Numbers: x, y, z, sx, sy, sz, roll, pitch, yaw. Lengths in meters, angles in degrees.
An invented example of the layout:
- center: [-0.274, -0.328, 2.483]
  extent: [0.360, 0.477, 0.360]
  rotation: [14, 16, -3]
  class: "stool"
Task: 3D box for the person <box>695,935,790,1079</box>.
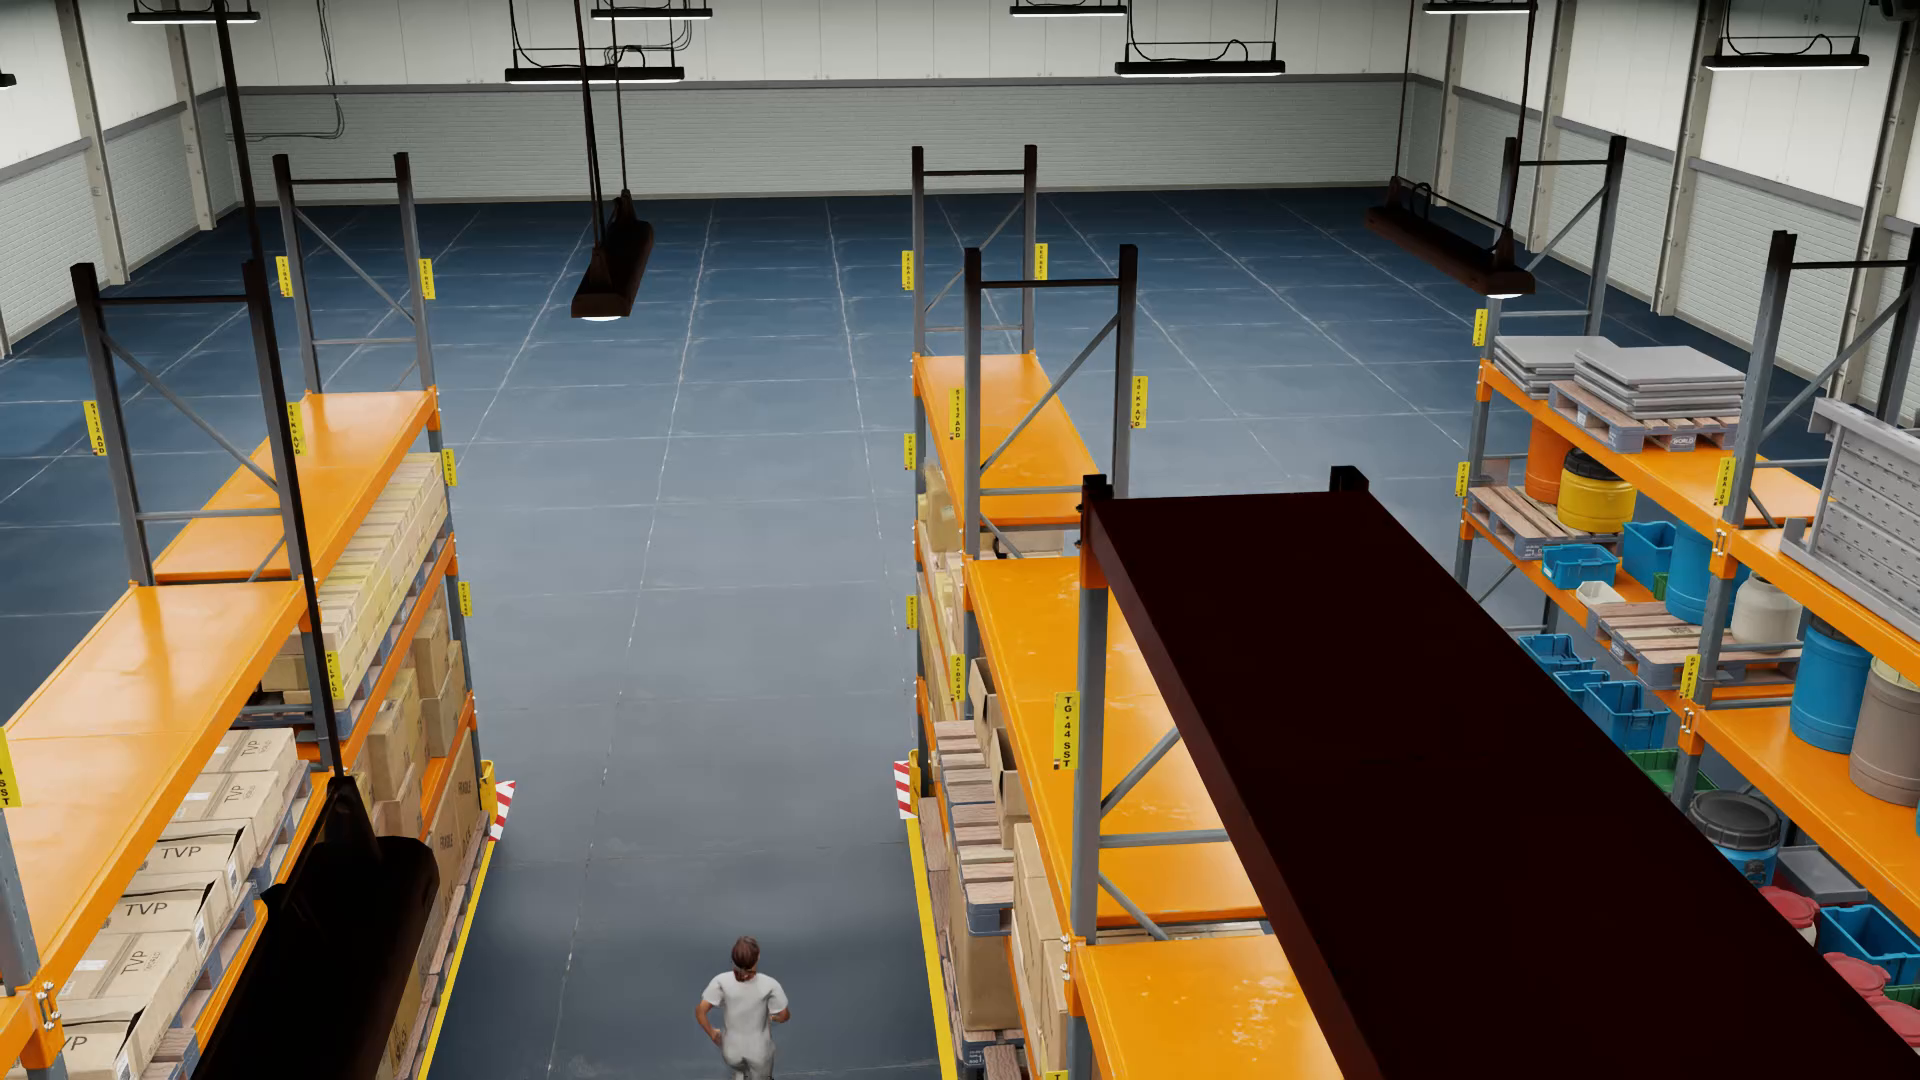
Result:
- center: [-1.427, 3.374, 10.974]
  extent: [0.599, 1.586, 0.704]
  rotation: [2, 22, 5]
  class: "person"
